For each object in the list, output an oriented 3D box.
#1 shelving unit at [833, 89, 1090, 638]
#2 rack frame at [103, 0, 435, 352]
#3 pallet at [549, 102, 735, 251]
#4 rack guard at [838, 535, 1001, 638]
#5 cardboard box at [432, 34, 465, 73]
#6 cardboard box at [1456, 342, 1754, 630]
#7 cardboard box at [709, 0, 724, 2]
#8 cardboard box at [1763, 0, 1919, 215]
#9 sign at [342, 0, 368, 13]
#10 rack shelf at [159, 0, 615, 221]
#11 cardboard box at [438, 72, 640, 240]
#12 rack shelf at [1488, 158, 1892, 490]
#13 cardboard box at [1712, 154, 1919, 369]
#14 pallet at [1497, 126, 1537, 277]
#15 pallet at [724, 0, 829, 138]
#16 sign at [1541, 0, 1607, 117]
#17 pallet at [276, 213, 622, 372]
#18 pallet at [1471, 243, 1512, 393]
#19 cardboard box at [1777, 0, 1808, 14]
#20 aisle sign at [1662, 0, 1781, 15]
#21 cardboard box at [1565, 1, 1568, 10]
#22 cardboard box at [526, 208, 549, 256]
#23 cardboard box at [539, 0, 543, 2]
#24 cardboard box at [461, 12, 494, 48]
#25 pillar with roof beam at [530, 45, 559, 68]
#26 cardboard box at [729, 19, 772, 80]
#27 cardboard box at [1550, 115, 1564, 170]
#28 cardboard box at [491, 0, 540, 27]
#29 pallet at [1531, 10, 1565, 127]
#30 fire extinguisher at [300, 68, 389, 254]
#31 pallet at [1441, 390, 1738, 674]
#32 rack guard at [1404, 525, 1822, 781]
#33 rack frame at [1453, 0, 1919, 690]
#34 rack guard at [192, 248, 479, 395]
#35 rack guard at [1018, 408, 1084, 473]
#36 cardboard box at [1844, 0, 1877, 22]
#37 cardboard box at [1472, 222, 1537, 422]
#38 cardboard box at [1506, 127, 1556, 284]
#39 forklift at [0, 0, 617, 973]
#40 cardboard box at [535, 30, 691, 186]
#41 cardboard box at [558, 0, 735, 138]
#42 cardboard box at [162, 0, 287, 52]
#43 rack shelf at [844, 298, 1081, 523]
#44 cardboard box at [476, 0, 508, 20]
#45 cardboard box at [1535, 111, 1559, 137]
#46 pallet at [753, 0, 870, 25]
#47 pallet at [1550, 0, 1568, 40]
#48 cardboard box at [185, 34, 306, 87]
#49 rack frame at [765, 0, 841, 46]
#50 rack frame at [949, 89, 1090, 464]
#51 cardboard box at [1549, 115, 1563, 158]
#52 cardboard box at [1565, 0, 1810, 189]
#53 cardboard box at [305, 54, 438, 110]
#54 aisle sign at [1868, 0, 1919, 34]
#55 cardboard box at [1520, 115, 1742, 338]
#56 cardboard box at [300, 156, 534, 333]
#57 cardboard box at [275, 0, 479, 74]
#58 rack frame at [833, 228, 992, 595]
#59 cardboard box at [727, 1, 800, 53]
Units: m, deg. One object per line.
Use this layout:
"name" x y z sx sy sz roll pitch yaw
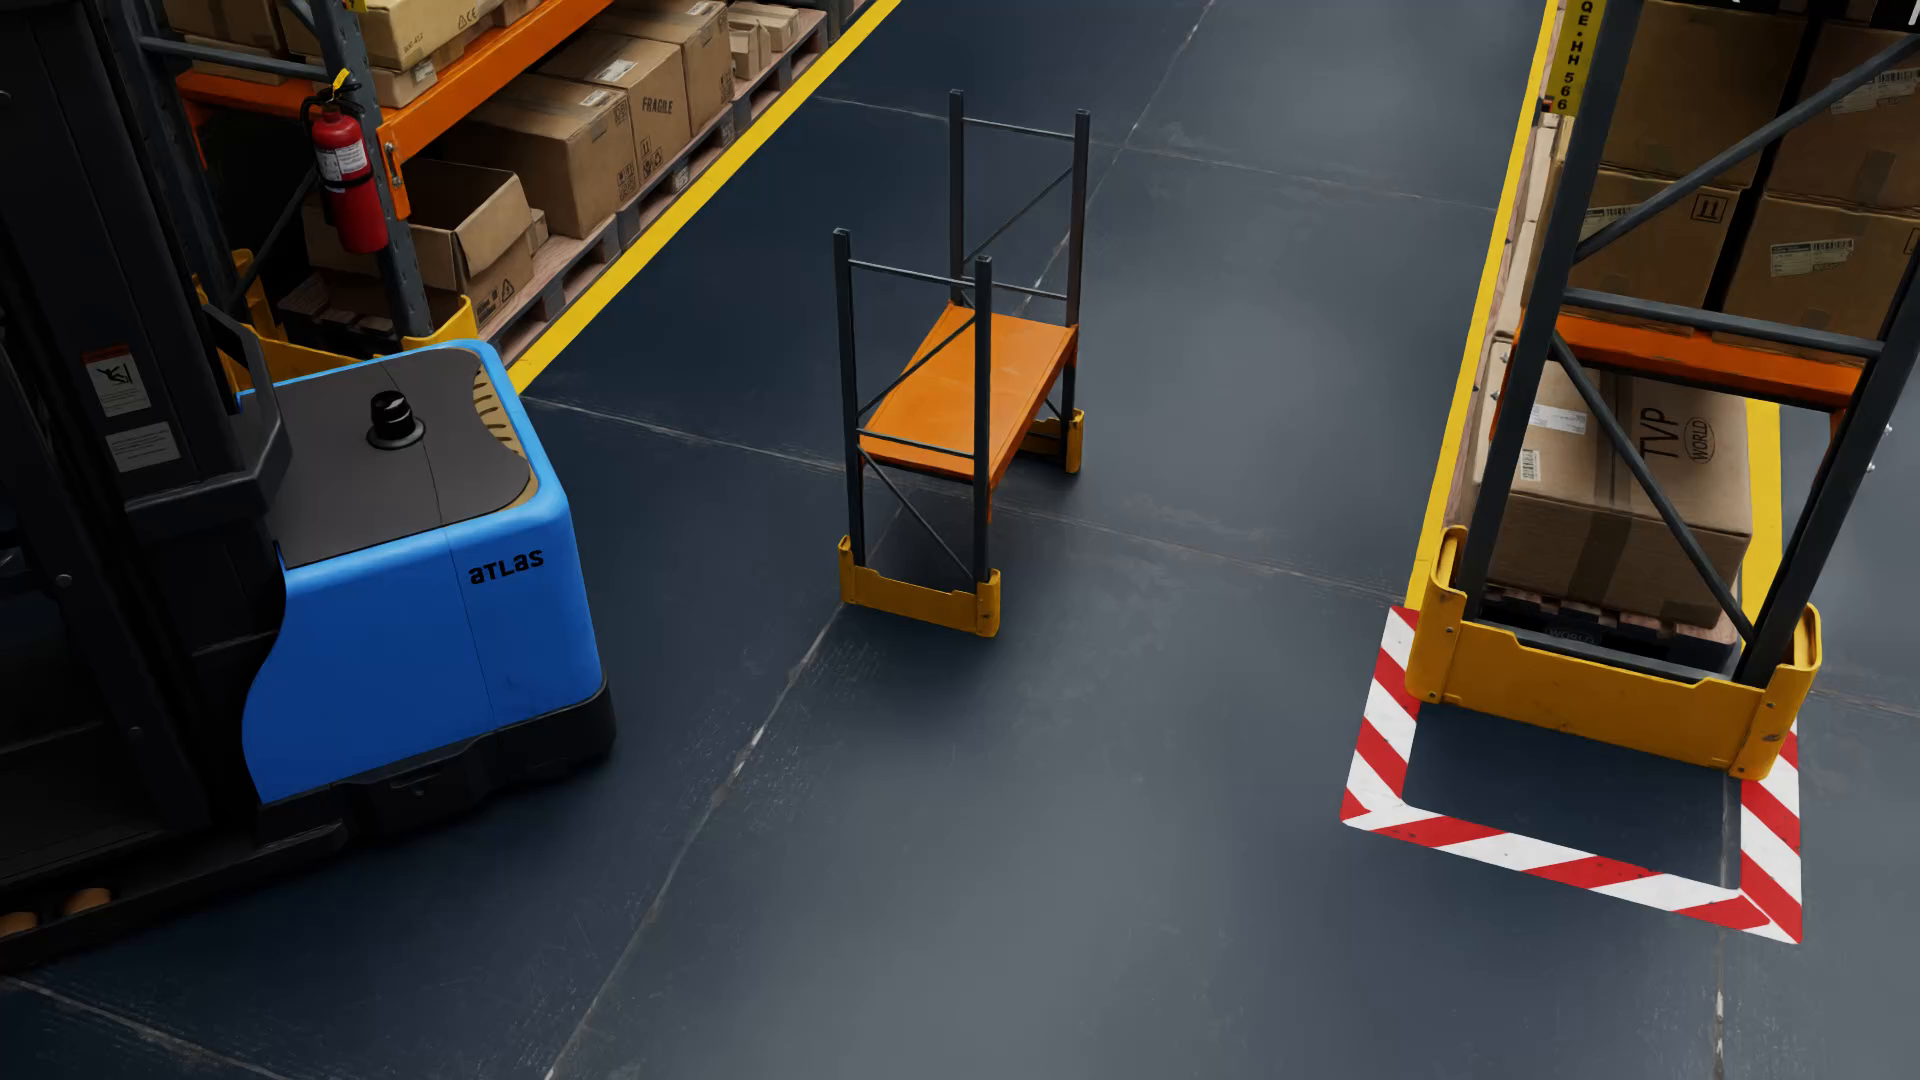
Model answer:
"shelving unit" 0.026 -0.617 5.818 0.587 1.500 1.083 13 42 15
"rack frame" -2.555 -1.703 5.935 1.000 3.000 0.127 13 42 15
"pallet" -1.838 -1.916 8.334 1.003 0.211 1.213 13 42 15
"rack guard" -0.144 0.162 5.867 0.587 0.250 0.087 13 42 15
"cardboard box" -2.141 -1.912 6.374 0.380 0.149 0.250 14 43 16
"cardboard box" 2.243 -0.213 5.839 0.875 0.438 0.875 12 42 14
"cardboard box" -1.635 -2.929 9.120 0.500 0.311 0.500 15 43 17
"cardboard box" 2.543 -1.251 4.558 0.500 0.500 0.500 12 42 14
"sign" -2.045 -1.912 5.513 0.100 0.325 0.005 13 42 15
"rack shelf" -1.871 -2.649 7.598 1.077 0.370 4.000 13 42 15
"cardboard box" -1.928 -1.776 7.623 0.700 0.500 0.500 15 43 17
"rack shelf" 2.795 -1.550 6.309 1.077 0.370 4.000 13 42 15
"cardboard box" 2.545 -0.871 4.882 0.500 0.500 0.500 13 42 15
"pallet" 3.145 -1.536 7.888 1.003 0.211 1.213 13 42 15
"pallet" -1.423 -2.663 9.209 1.003 0.211 1.213 13 42 15
"sign" 1.606 -1.263 4.345 0.100 0.325 0.005 13 42 15
"pallet" -2.257 -1.175 7.464 1.003 0.211 1.213 13 42 15
"pallet" 2.730 -0.789 7.012 1.003 0.211 1.213 13 42 15
"cardboard box" 2.046 -1.532 4.387 0.380 0.149 0.250 14 42 16
"aisle sign" 1.795 -1.617 3.832 0.394 0.787 0.004 13 42 15
"cardboard box" 3.917 -3.343 9.171 0.875 0.875 0.875 14 43 16
"cardboard box" -2.075 -1.381 7.430 0.380 0.149 0.250 12 42 13
"cardboard box" -1.854 -2.384 6.927 0.380 0.149 0.250 14 42 16
"cardboard box" -2.084 -2.080 6.571 0.380 0.149 0.250 13 42 15
"pillar with roof beam" 1.773 -5.245 5.464 9.100 9.000 0.400 13 42 15
"cardboard box" -1.223 -2.639 8.816 0.396 0.266 0.258 15 43 17
"cardboard box" 2.213 -1.297 5.382 0.500 0.500 0.500 12 42 14
"cardboard box" -1.940 -2.221 6.736 0.380 0.149 0.250 15 43 16
"pallet" 3.672 -2.470 8.982 1.003 0.211 1.213 13 42 15
"fire extinguisher" -2.171 -1.339 5.856 0.296 0.674 0.183 13 42 15
"pallet" 2.311 -0.048 6.143 1.003 0.211 1.213 13 42 15
"rack guard" 2.103 0.362 5.440 1.175 0.500 0.348 13 42 15
"rack frame" 2.111 -0.603 4.646 1.000 3.000 0.127 13 42 15
"rack guard" -2.529 -0.798 6.800 1.175 0.500 0.348 13 42 15
"rack guard" 0.196 -0.445 6.579 0.587 0.250 0.087 13 42 15
"cardboard box" 2.493 -1.424 4.260 0.380 0.149 0.250 14 42 16
"cardboard box" 2.548 -0.773 6.496 0.875 0.438 0.875 14 43 16
"cardboard box" 2.858 -1.323 7.140 0.875 0.438 0.875 12 42 14
"forklift" -2.670 -0.274 4.313 3.031 2.935 1.130 -17 43 -19
"cardboard box" -1.653 -2.077 7.975 0.500 0.500 0.500 14 42 16
"cardboard box" -1.573 -2.410 8.366 0.700 0.500 0.500 12 42 13
"cardboard box" -2.647 -2.098 6.285 0.500 0.250 0.500 14 43 16
"rack shelf" 0.029 -0.486 5.941 0.538 0.185 1.000 13 42 15
"cardboard box" -1.974 -2.283 6.502 0.500 0.250 0.500 14 42 16
"cardboard box" 3.163 -1.869 7.780 0.875 0.438 0.875 13 42 14
"pallet" -0.944 -3.586 10.291 1.003 0.211 1.213 13 42 15
"pallet" 4.087 -3.216 9.857 1.003 0.211 1.213 13 42 15
"cardboard box" -2.694 -1.869 6.323 0.380 0.149 0.250 13 42 15
"rack frame" -1.187 -4.143 8.794 1.000 3.000 0.127 13 42 15
"rack frame" 0.203 -0.933 6.188 0.500 1.500 0.032 13 42 15
"cardboard box" 2.380 -1.613 5.753 0.500 0.500 0.500 14 43 16
"cardboard box" 2.052 -1.369 4.696 0.500 0.500 0.500 15 43 16
"cardboard box" -2.184 -1.747 6.180 0.380 0.149 0.250 13 42 15
"aisle sign" 2.359 -1.484 3.676 0.394 0.787 0.004 13 42 15
"cardboard box" 2.027 -0.994 5.027 0.500 0.500 0.500 14 42 15
"cardboard box" -2.257 -1.265 7.021 0.797 0.503 0.637 12 42 13
"cardboard box" -2.146 -1.976 6.141 0.500 0.250 0.500 14 42 15
"rack frame" -0.145 -0.313 5.461 0.500 1.500 0.032 13 42 15
"cardboard box" -1.101 -2.813 9.109 0.380 0.149 0.250 12 42 14
